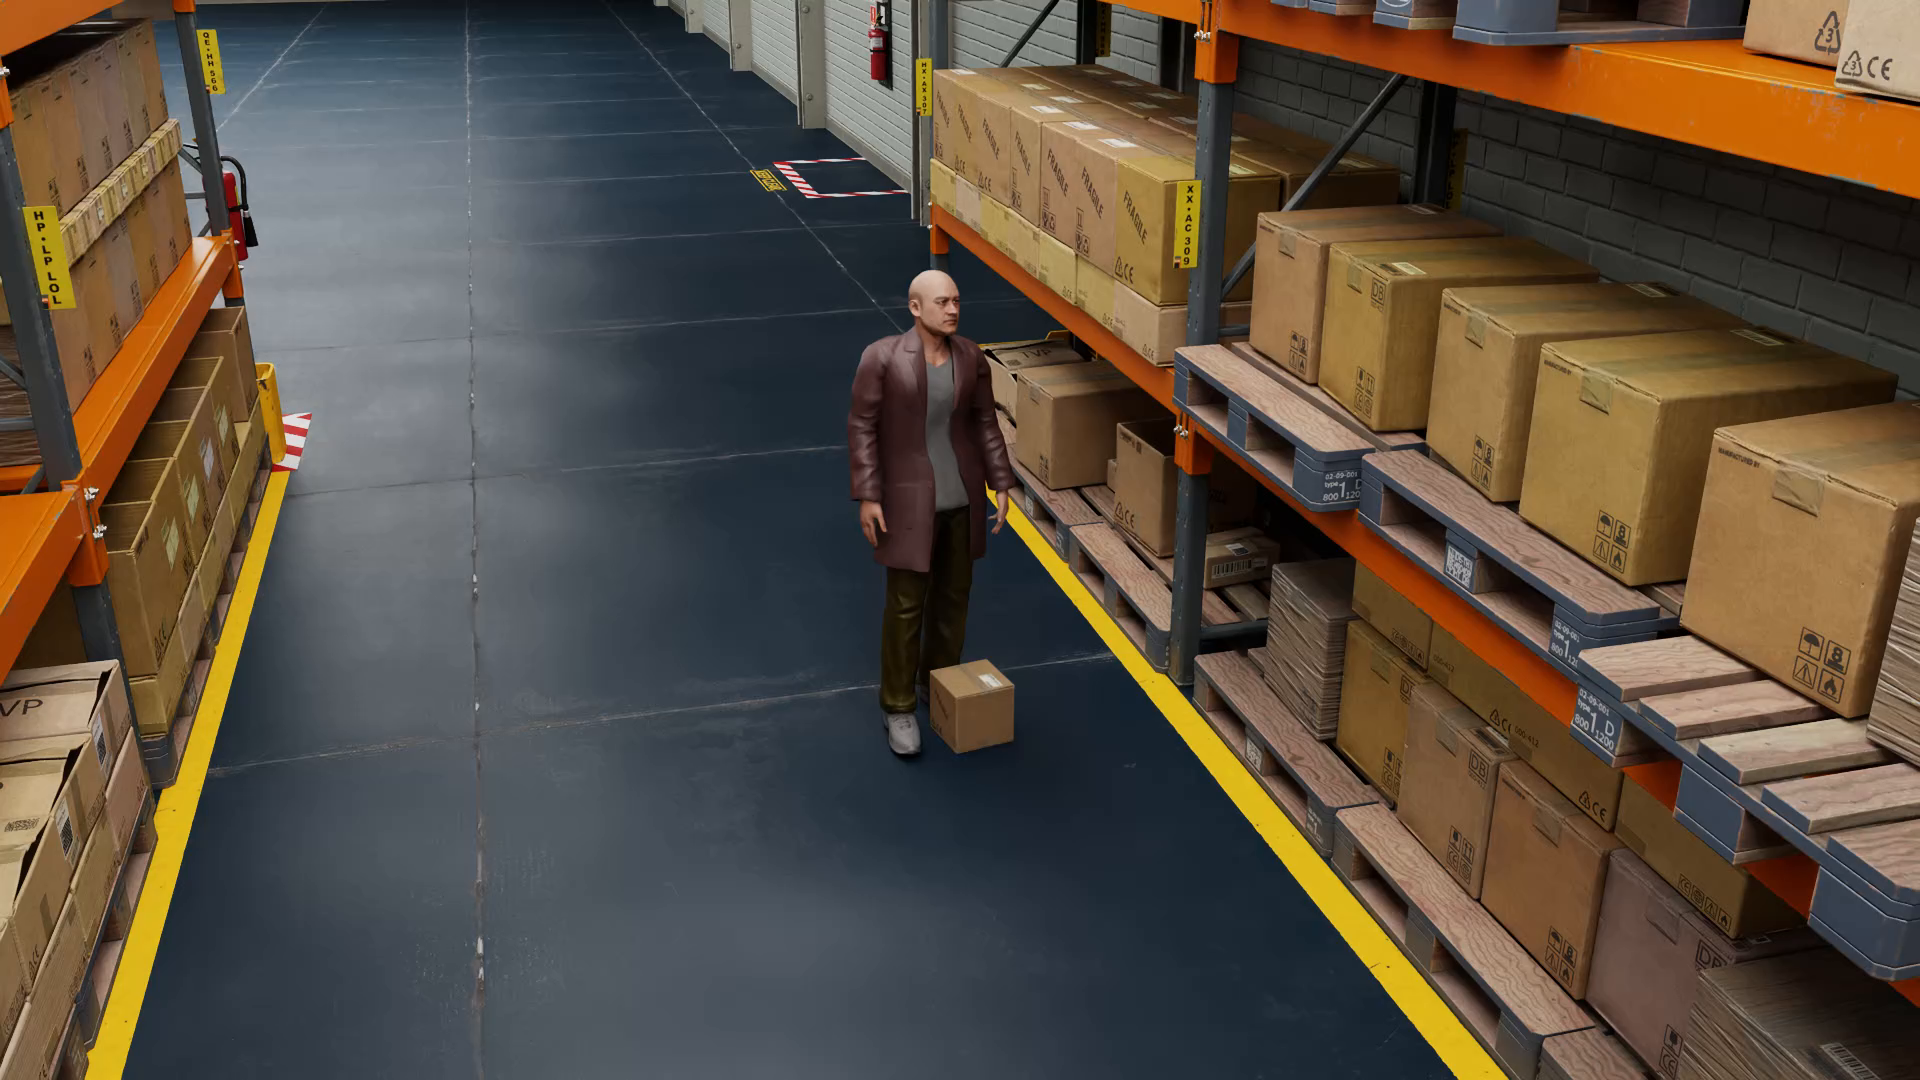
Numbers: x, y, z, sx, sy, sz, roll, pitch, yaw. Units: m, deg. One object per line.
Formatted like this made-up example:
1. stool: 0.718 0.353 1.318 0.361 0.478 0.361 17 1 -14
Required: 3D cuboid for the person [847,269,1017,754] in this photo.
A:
1. person: -0.062 -0.122 6.380 0.698 1.778 0.580 -11 25 -25
